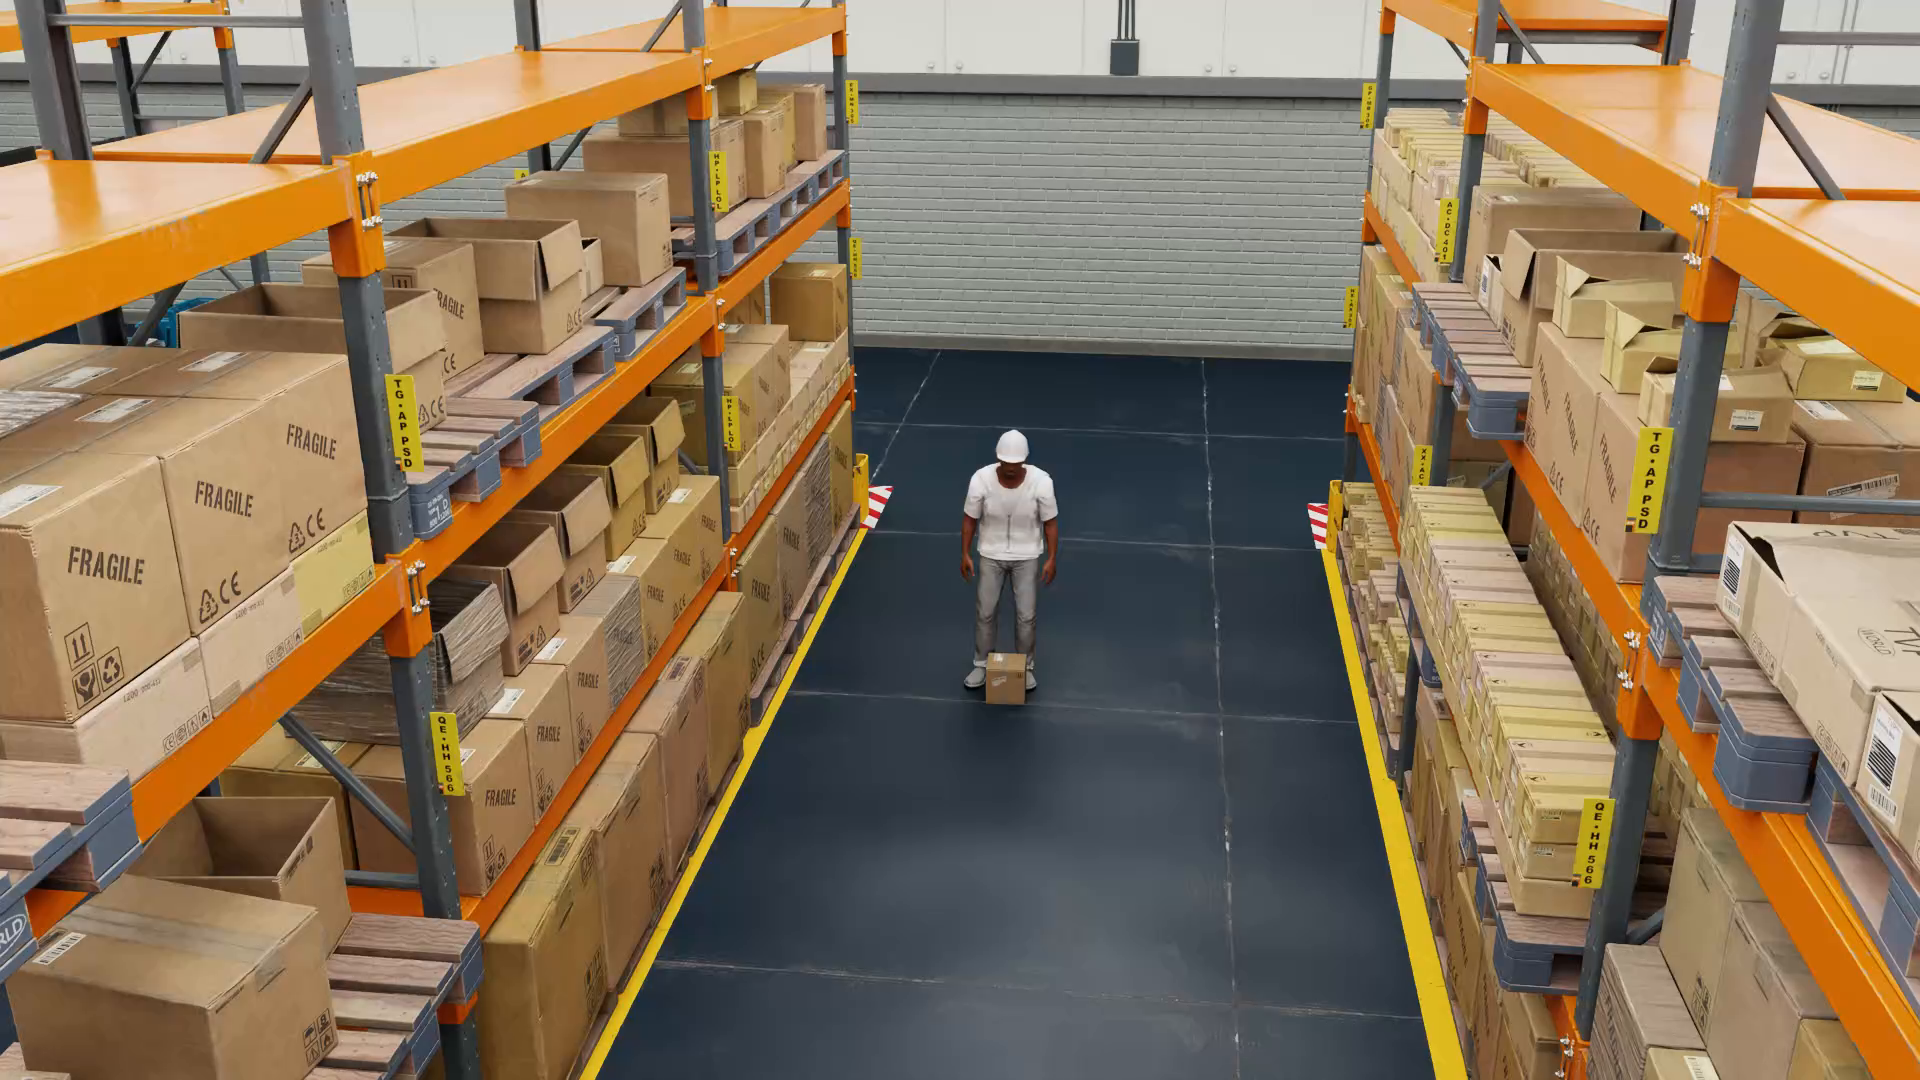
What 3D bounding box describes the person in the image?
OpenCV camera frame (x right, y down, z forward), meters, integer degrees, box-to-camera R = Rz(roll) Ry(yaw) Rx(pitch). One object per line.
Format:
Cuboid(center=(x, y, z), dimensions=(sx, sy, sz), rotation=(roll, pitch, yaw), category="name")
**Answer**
Cuboid(center=(0.315, 0.120, 10.748), dimensions=(0.627, 1.757, 0.461), rotation=(2, 21, 6), category="person")
